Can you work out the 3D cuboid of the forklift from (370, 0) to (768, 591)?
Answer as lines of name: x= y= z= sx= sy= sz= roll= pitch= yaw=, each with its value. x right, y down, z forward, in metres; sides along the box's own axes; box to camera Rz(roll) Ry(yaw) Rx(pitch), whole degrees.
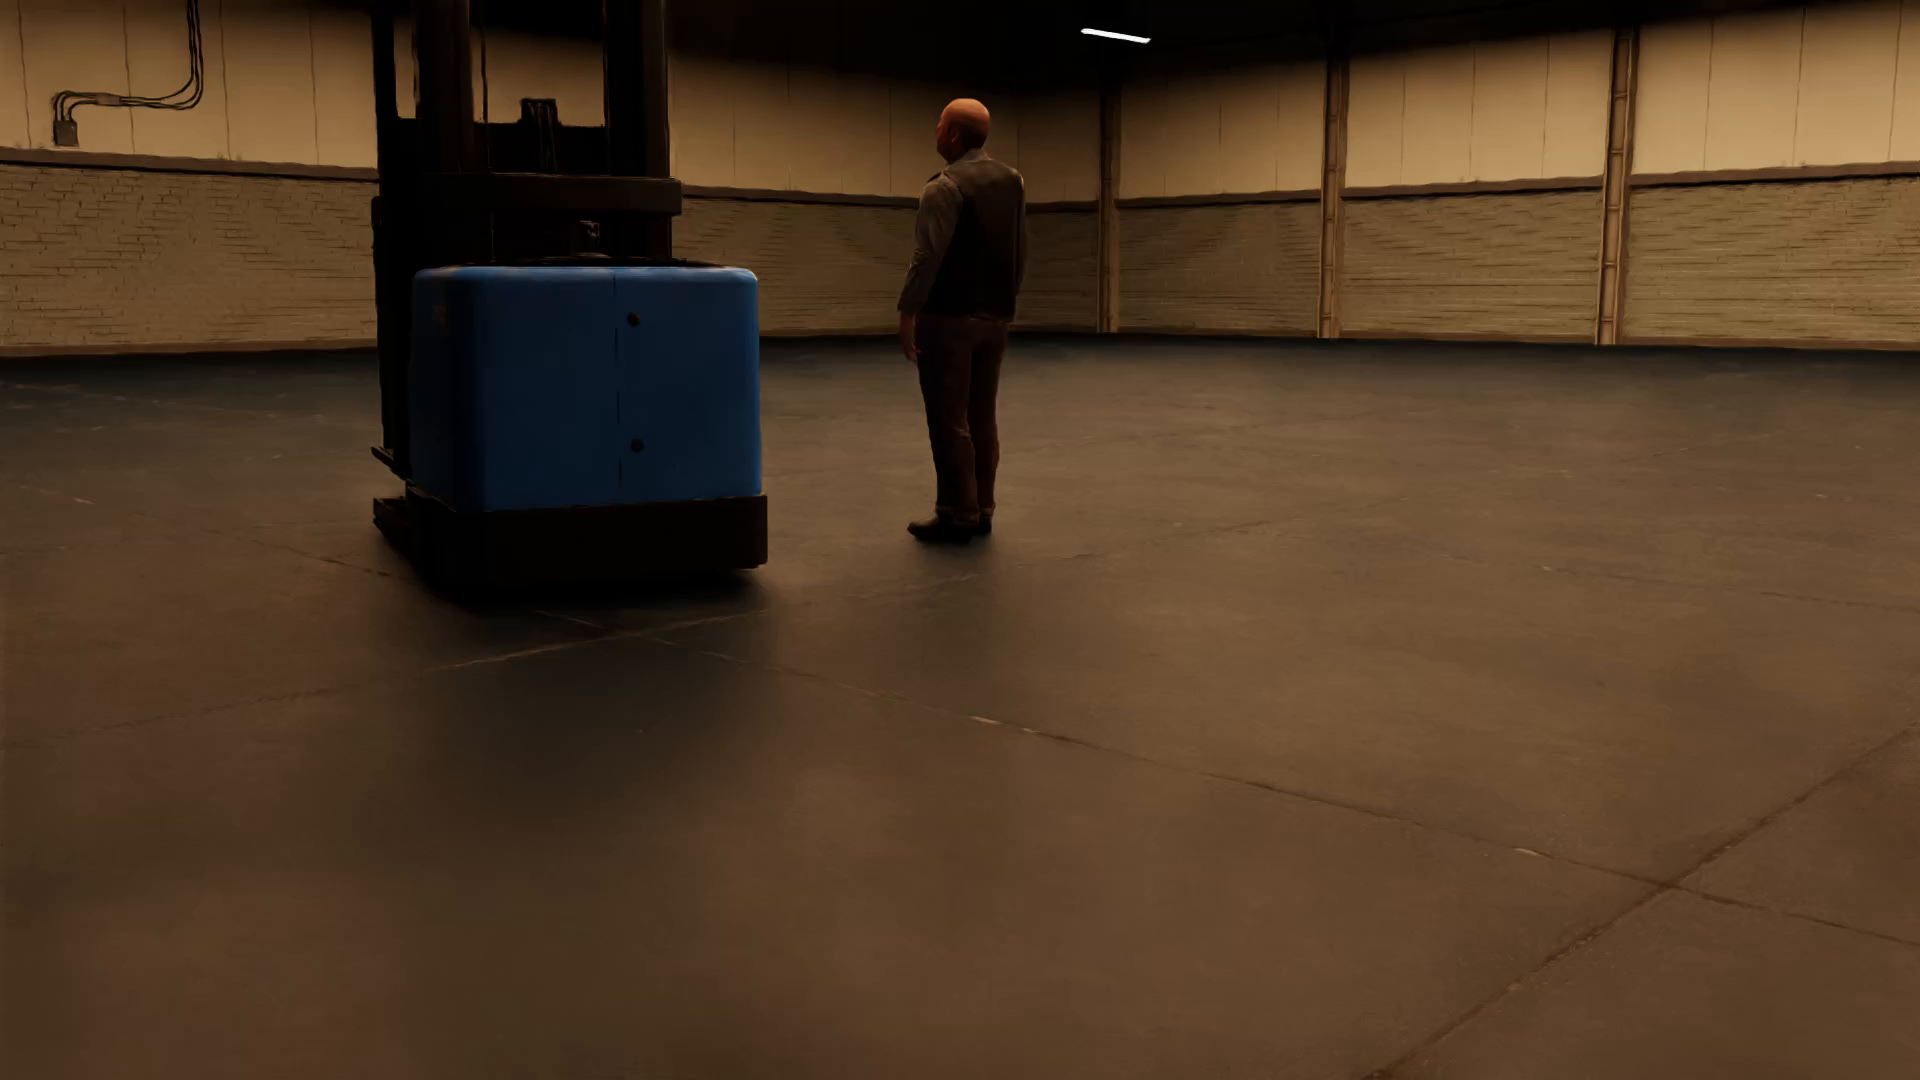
forklift: x=-1.763 y=-1.462 z=6.584 sx=1.130 sy=2.935 sz=3.031 roll=-4 pitch=10 yaw=-26

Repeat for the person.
person: x=-0.039 y=-0.865 z=6.637 sx=0.567 sy=1.720 sz=0.632 roll=8 pitch=12 yaw=43
